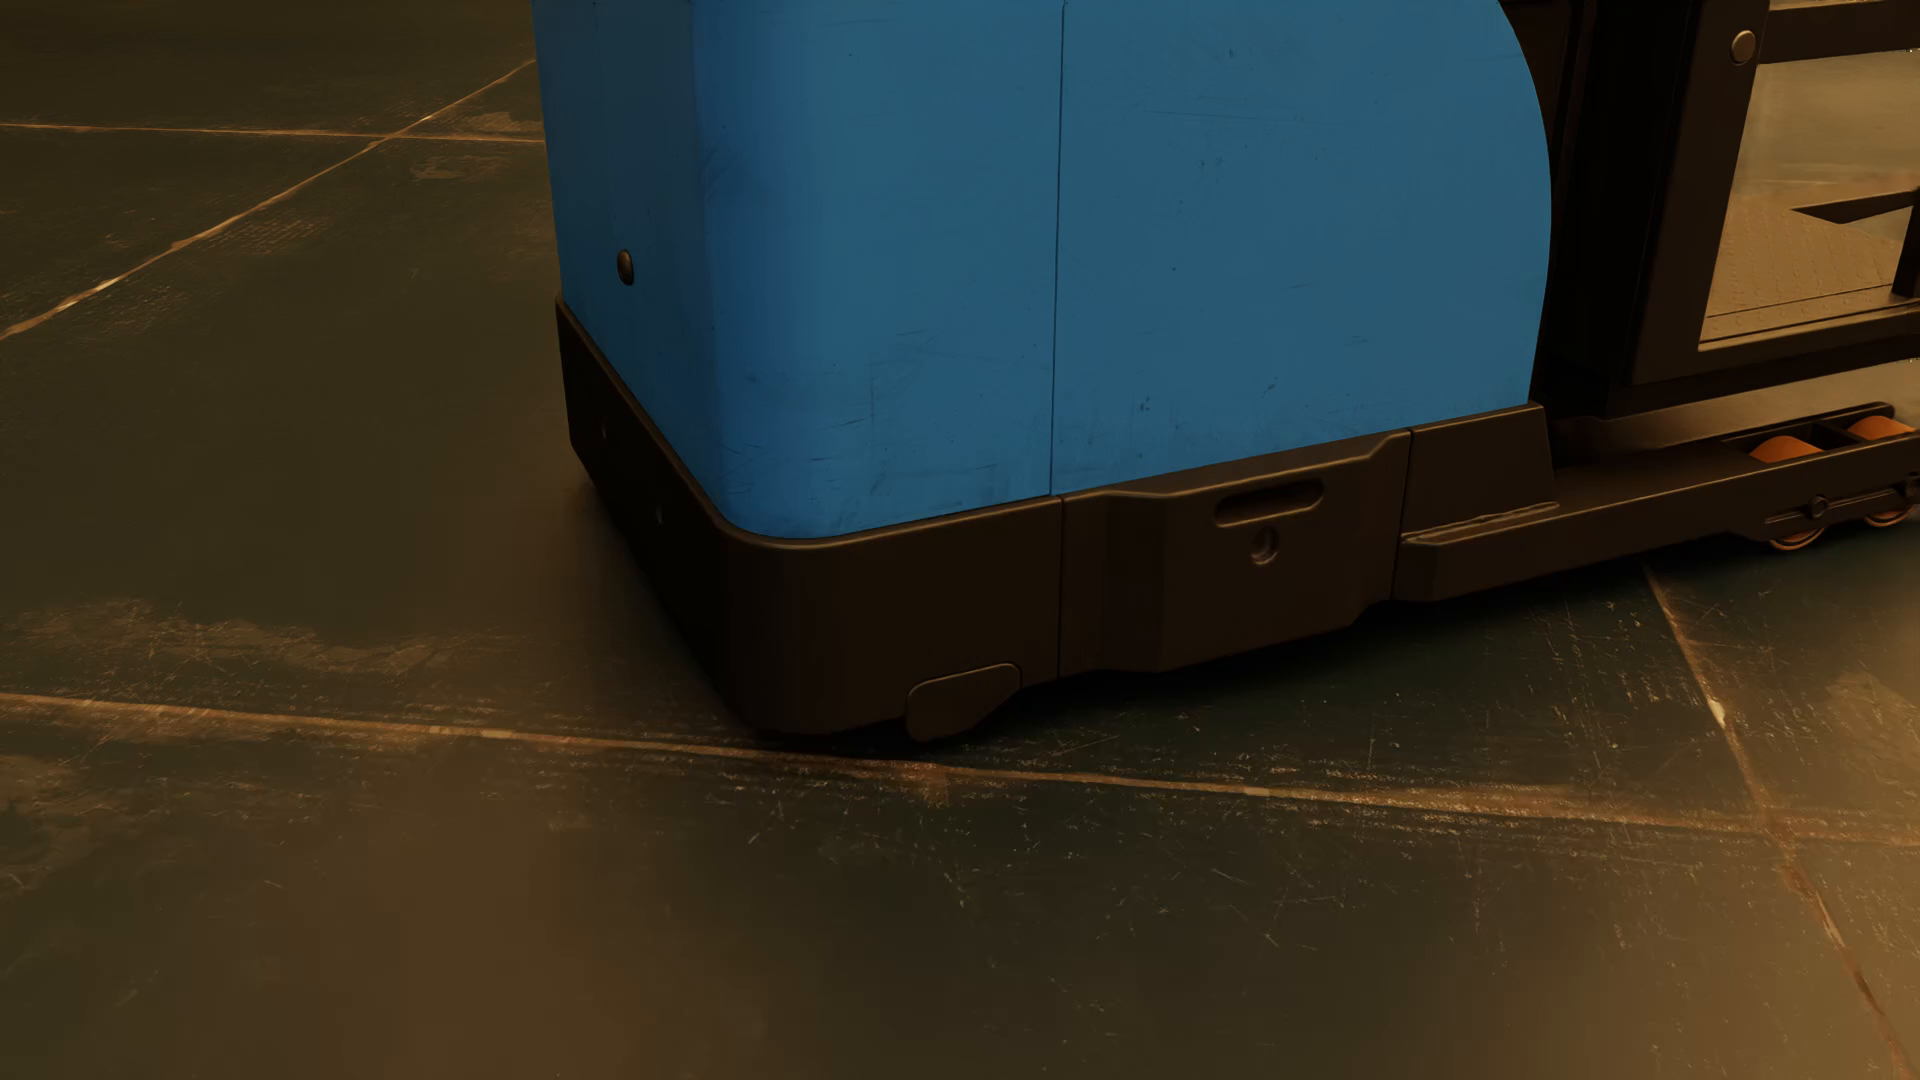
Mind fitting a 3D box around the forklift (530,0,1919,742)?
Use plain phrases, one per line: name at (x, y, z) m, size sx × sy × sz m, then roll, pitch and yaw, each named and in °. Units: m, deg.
forklift at (0.940, -1.499, 2.222) m, size 3.031 × 2.935 × 1.130 m, roll -11°, pitch 29°, yaw -21°
